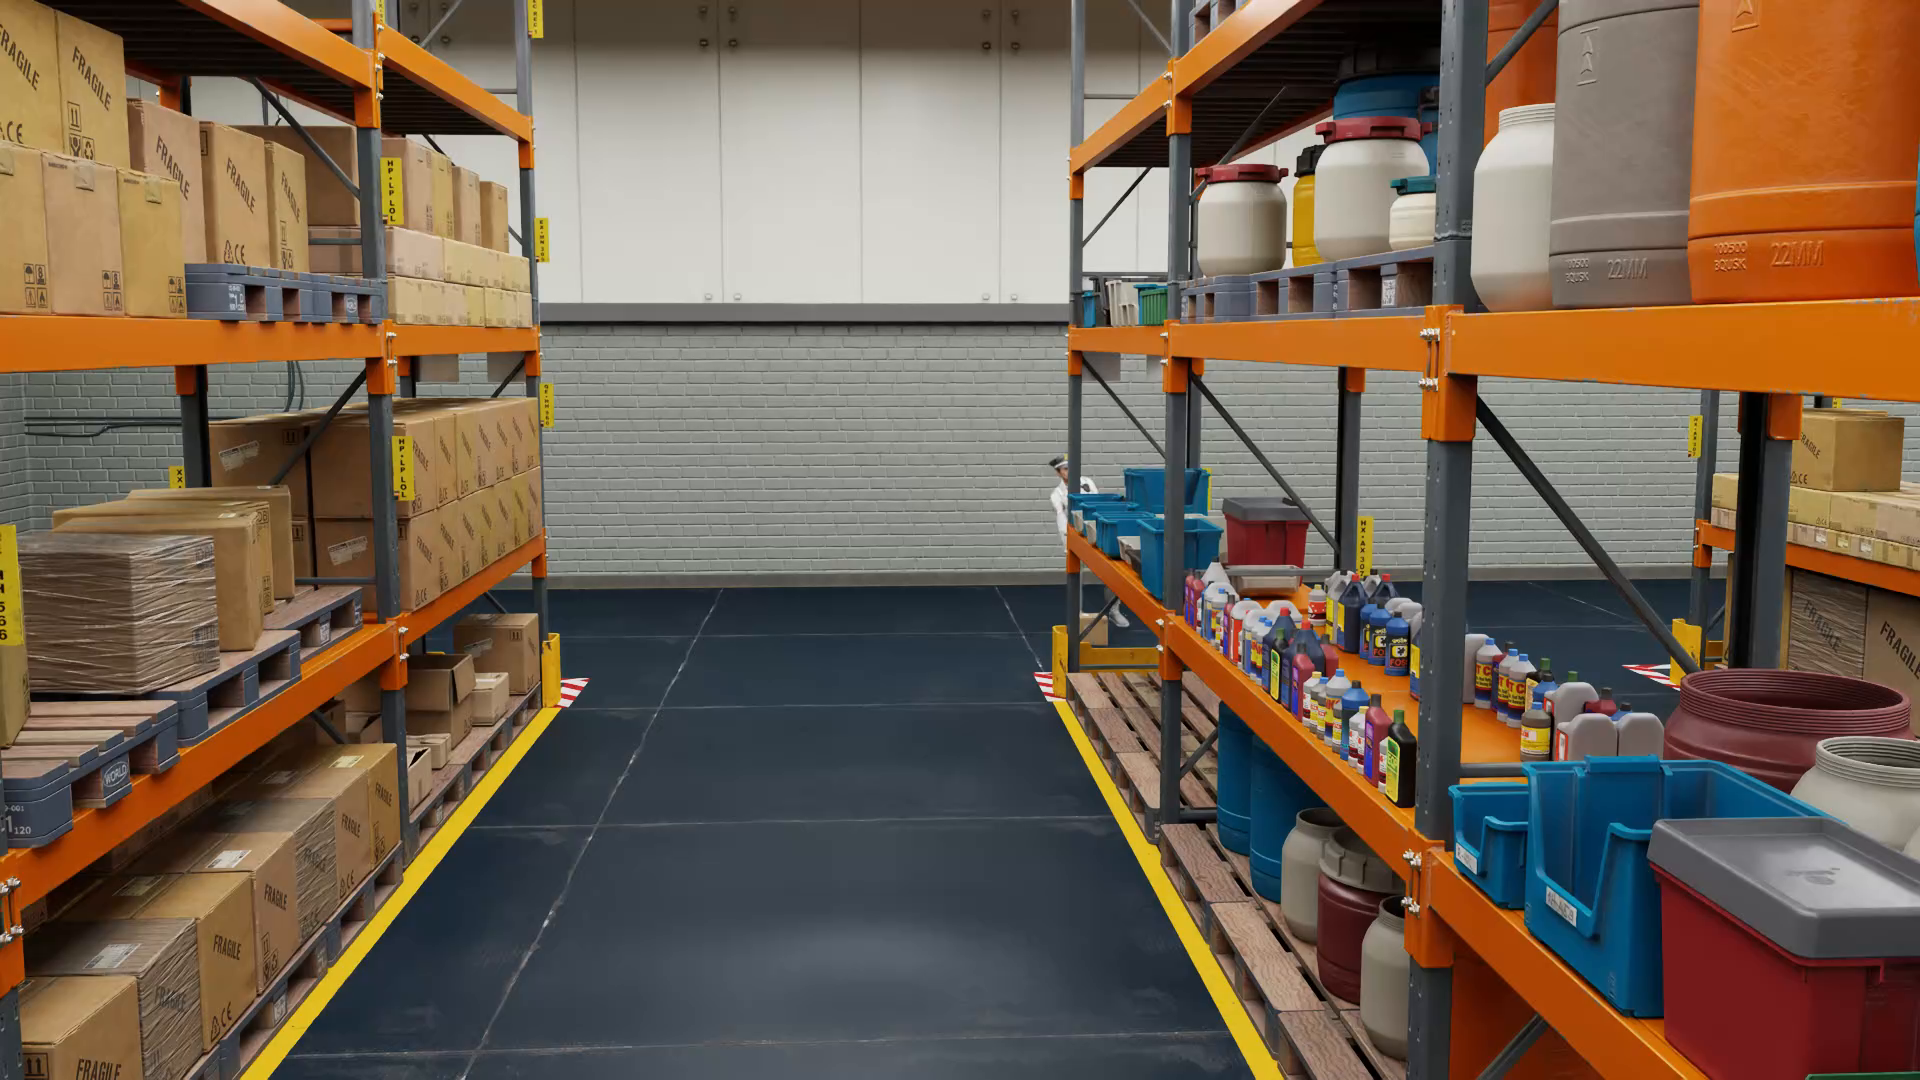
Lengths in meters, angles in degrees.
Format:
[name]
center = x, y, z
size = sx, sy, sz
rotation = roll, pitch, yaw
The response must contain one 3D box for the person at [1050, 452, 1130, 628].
[person]
center = 1.199, 0.024, 15.359
size = 0.753, 1.678, 0.373
rotation = 0, 7, -3
